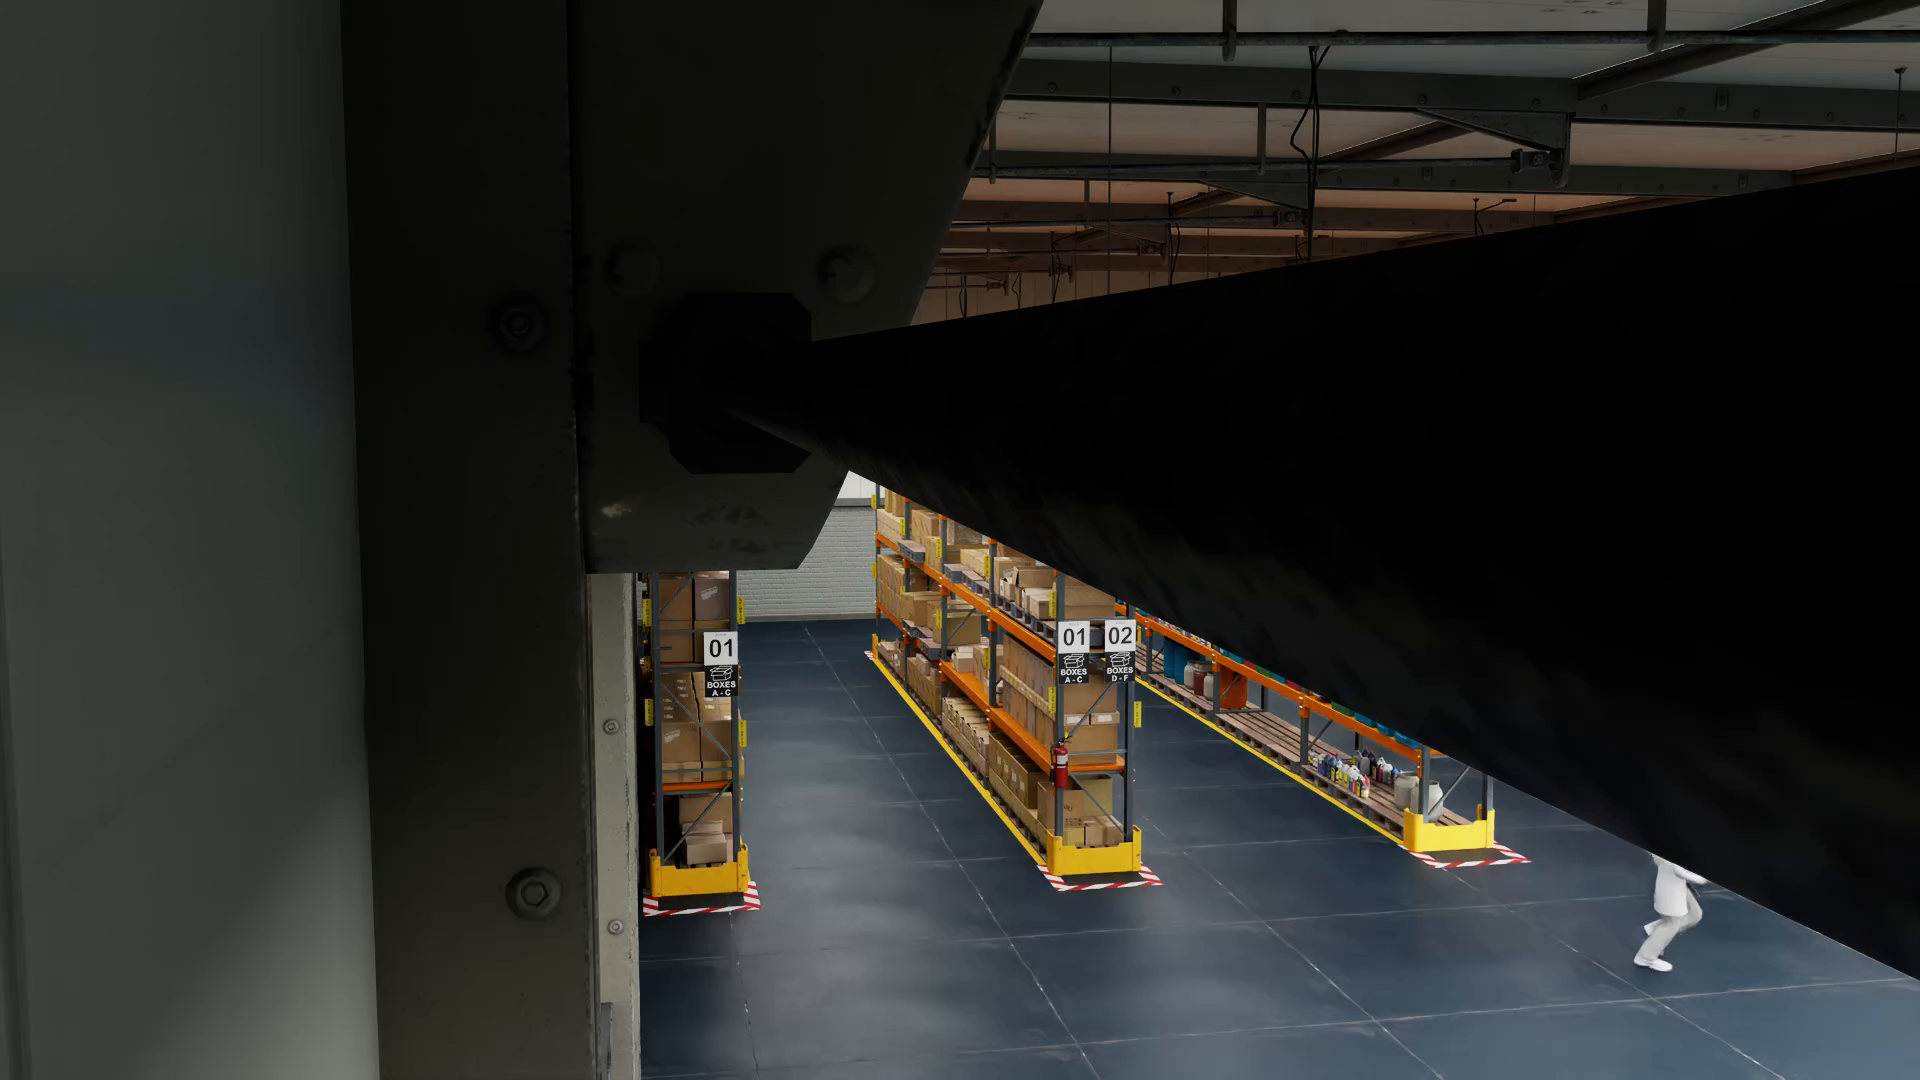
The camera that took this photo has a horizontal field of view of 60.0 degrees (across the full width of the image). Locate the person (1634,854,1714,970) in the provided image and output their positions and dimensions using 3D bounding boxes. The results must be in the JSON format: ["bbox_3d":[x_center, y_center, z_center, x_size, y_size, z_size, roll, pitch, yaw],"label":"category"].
[{"bbox_3d":[7.551,3.671,17.543,0.766,1.738,0.741,2,6,20],"label":"person"}]
